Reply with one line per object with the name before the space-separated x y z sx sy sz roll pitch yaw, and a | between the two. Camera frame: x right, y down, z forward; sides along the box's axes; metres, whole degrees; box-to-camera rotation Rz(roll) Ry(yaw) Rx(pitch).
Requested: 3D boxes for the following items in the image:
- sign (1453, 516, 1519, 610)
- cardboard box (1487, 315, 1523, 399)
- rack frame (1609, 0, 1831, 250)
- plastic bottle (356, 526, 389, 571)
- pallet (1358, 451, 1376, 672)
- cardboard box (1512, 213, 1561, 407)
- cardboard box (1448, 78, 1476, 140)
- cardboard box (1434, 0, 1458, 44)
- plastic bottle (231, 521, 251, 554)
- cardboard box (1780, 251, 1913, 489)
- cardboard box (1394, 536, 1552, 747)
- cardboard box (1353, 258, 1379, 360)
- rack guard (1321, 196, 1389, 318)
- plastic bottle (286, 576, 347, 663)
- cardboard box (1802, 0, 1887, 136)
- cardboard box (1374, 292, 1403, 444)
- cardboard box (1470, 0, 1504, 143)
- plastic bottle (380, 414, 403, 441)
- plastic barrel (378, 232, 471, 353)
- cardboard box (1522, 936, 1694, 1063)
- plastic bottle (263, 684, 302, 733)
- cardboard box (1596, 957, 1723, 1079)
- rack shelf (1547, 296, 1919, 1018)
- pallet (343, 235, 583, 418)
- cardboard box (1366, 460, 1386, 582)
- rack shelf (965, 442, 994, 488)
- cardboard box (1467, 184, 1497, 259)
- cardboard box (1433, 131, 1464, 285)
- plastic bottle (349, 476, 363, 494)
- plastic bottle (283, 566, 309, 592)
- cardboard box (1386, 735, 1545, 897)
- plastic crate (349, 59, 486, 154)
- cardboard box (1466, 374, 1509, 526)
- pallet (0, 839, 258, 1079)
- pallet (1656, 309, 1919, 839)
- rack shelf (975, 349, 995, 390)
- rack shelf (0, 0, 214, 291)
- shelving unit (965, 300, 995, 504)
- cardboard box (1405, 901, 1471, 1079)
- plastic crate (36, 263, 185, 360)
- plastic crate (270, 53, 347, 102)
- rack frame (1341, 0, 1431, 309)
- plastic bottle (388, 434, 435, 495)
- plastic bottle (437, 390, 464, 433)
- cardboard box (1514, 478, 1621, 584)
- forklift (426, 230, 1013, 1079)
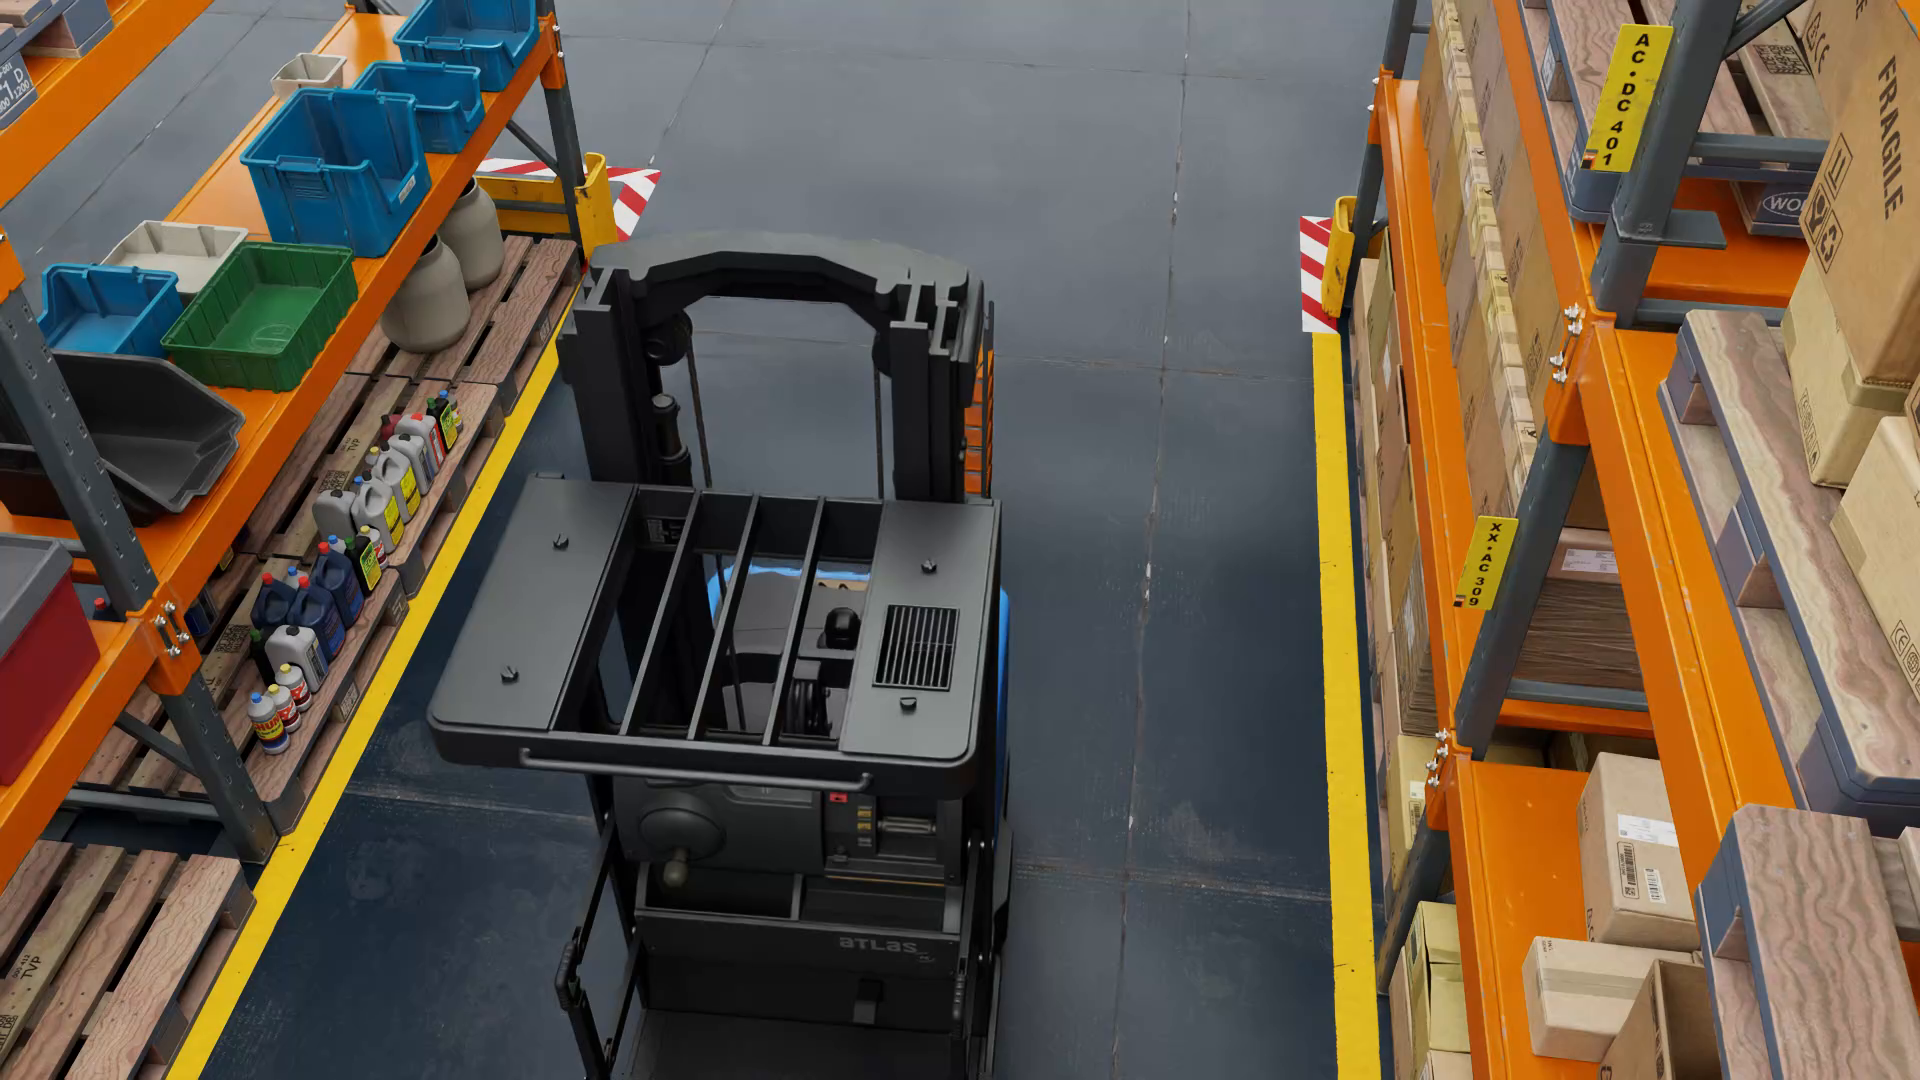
sign | 1.362 0.062 4.315 0.100 0.325 0.005 5 44 6
cardboard box | 1.837 -0.548 5.102 0.380 0.149 0.250 5 44 5
rack frame | 1.913 -1.724 2.525 1.000 3.000 0.127 5 44 6
plastic bottle | -2.393 0.027 6.756 0.097 0.201 0.097 0 43 0
pallet | 2.218 0.095 6.996 1.003 0.211 1.213 5 44 6
cardboard box | 2.031 -0.700 4.791 0.700 0.500 0.500 5 44 5
cardboard box | 2.041 -1.591 6.205 0.380 0.149 0.250 4 44 4
cardboard box | 2.144 -2.115 6.758 0.380 0.149 0.250 4 44 4
plastic bottle | -2.998 -0.088 6.817 0.061 0.283 0.133 5 44 6
cardboard box | 1.822 -0.313 3.021 0.500 0.250 0.500 9 44 10
cardboard box | 1.835 0.353 5.845 0.500 0.500 0.500 5 44 6
cardboard box | 2.150 -1.080 7.903 0.500 0.250 0.500 5 44 6
rack guard | 2.445 -1.380 8.344 1.175 0.500 0.348 5 44 6
plastic bottle | -2.479 0.292 6.367 0.144 0.351 0.185 6 44 7
cardboard box | 2.241 -1.193 3.667 0.500 0.500 0.500 9 44 9
cardboard box | 2.033 -0.669 6.924 0.500 0.500 0.500 5 44 6
cardboard box | 2.230 -1.723 5.872 0.700 0.500 0.500 5 44 6
plastic bottle | -2.442 -0.446 7.195 0.061 0.283 0.133 5 44 6
plastic barrel | -2.545 -1.176 7.814 0.421 0.512 0.421 0 43 0
cardboard box | 1.593 1.131 4.056 0.380 0.149 0.250 5 44 6
plastic bottle | -2.507 0.612 6.137 0.097 0.201 0.097 0 43 0
cardboard box | 1.725 1.299 3.623 0.500 0.500 0.500 8 44 9
rack shelf | 1.648 0.990 2.364 1.077 0.370 4.000 5 44 6
pallet | -2.544 -1.102 8.261 1.003 0.211 1.213 5 44 6
cardboard box | 1.950 -0.058 6.824 0.500 0.250 0.500 5 44 6
rack shelf | 0.002 -0.326 6.961 0.258 0.103 0.180 5 44 6
cardboard box | 1.938 -1.068 5.652 0.380 0.149 0.250 7 44 7
cardboard box | 2.231 -1.294 6.363 0.700 0.500 0.500 6 44 6
plastic bottle | -2.498 -0.180 6.974 0.097 0.201 0.097 0 43 0
plastic bottle | -2.579 0.211 6.510 0.097 0.271 0.097 0 43 0
cardboard box | 1.757 0.965 5.744 0.500 0.250 0.500 5 44 6
plastic crate | -2.329 -1.860 7.141 0.499 0.251 0.408 5 44 6
cardboard box | 2.028 -0.244 5.254 0.700 0.500 0.500 5 44 5
pallet | -3.062 1.553 5.456 1.003 0.211 1.213 5 44 6
pallet | 1.809 0.037 2.986 0.805 0.209 1.217 4 44 4
rack shelf | 0.002 -0.675 6.631 0.258 0.103 0.180 5 44 6
rack shelf | -2.732 -2.189 5.722 1.077 0.370 4.000 5 44 6
shelving unit | 0.002 -0.446 6.848 0.258 1.200 0.189 5 44 6
cardboard box | 1.611 1.356 4.923 0.500 0.311 0.500 5 44 6
plastic crate | -3.119 -0.723 5.940 0.499 0.251 0.616 5 44 6
plastic crate | -2.905 -2.048 7.423 0.298 0.136 0.250 5 44 6
rack frame | 2.442 -2.271 7.467 1.000 3.000 0.127 5 44 6
plastic bottle | -2.355 -0.339 7.088 0.152 0.276 0.135 4 44 4
plastic bottle | -2.276 -0.576 7.392 0.097 0.201 0.097 0 43 0
cardboard box | 1.736 -0.022 4.547 0.380 0.149 0.250 5 44 5
forklift | -0.472 0.830 4.242 1.130 2.935 3.031 4 44 4
